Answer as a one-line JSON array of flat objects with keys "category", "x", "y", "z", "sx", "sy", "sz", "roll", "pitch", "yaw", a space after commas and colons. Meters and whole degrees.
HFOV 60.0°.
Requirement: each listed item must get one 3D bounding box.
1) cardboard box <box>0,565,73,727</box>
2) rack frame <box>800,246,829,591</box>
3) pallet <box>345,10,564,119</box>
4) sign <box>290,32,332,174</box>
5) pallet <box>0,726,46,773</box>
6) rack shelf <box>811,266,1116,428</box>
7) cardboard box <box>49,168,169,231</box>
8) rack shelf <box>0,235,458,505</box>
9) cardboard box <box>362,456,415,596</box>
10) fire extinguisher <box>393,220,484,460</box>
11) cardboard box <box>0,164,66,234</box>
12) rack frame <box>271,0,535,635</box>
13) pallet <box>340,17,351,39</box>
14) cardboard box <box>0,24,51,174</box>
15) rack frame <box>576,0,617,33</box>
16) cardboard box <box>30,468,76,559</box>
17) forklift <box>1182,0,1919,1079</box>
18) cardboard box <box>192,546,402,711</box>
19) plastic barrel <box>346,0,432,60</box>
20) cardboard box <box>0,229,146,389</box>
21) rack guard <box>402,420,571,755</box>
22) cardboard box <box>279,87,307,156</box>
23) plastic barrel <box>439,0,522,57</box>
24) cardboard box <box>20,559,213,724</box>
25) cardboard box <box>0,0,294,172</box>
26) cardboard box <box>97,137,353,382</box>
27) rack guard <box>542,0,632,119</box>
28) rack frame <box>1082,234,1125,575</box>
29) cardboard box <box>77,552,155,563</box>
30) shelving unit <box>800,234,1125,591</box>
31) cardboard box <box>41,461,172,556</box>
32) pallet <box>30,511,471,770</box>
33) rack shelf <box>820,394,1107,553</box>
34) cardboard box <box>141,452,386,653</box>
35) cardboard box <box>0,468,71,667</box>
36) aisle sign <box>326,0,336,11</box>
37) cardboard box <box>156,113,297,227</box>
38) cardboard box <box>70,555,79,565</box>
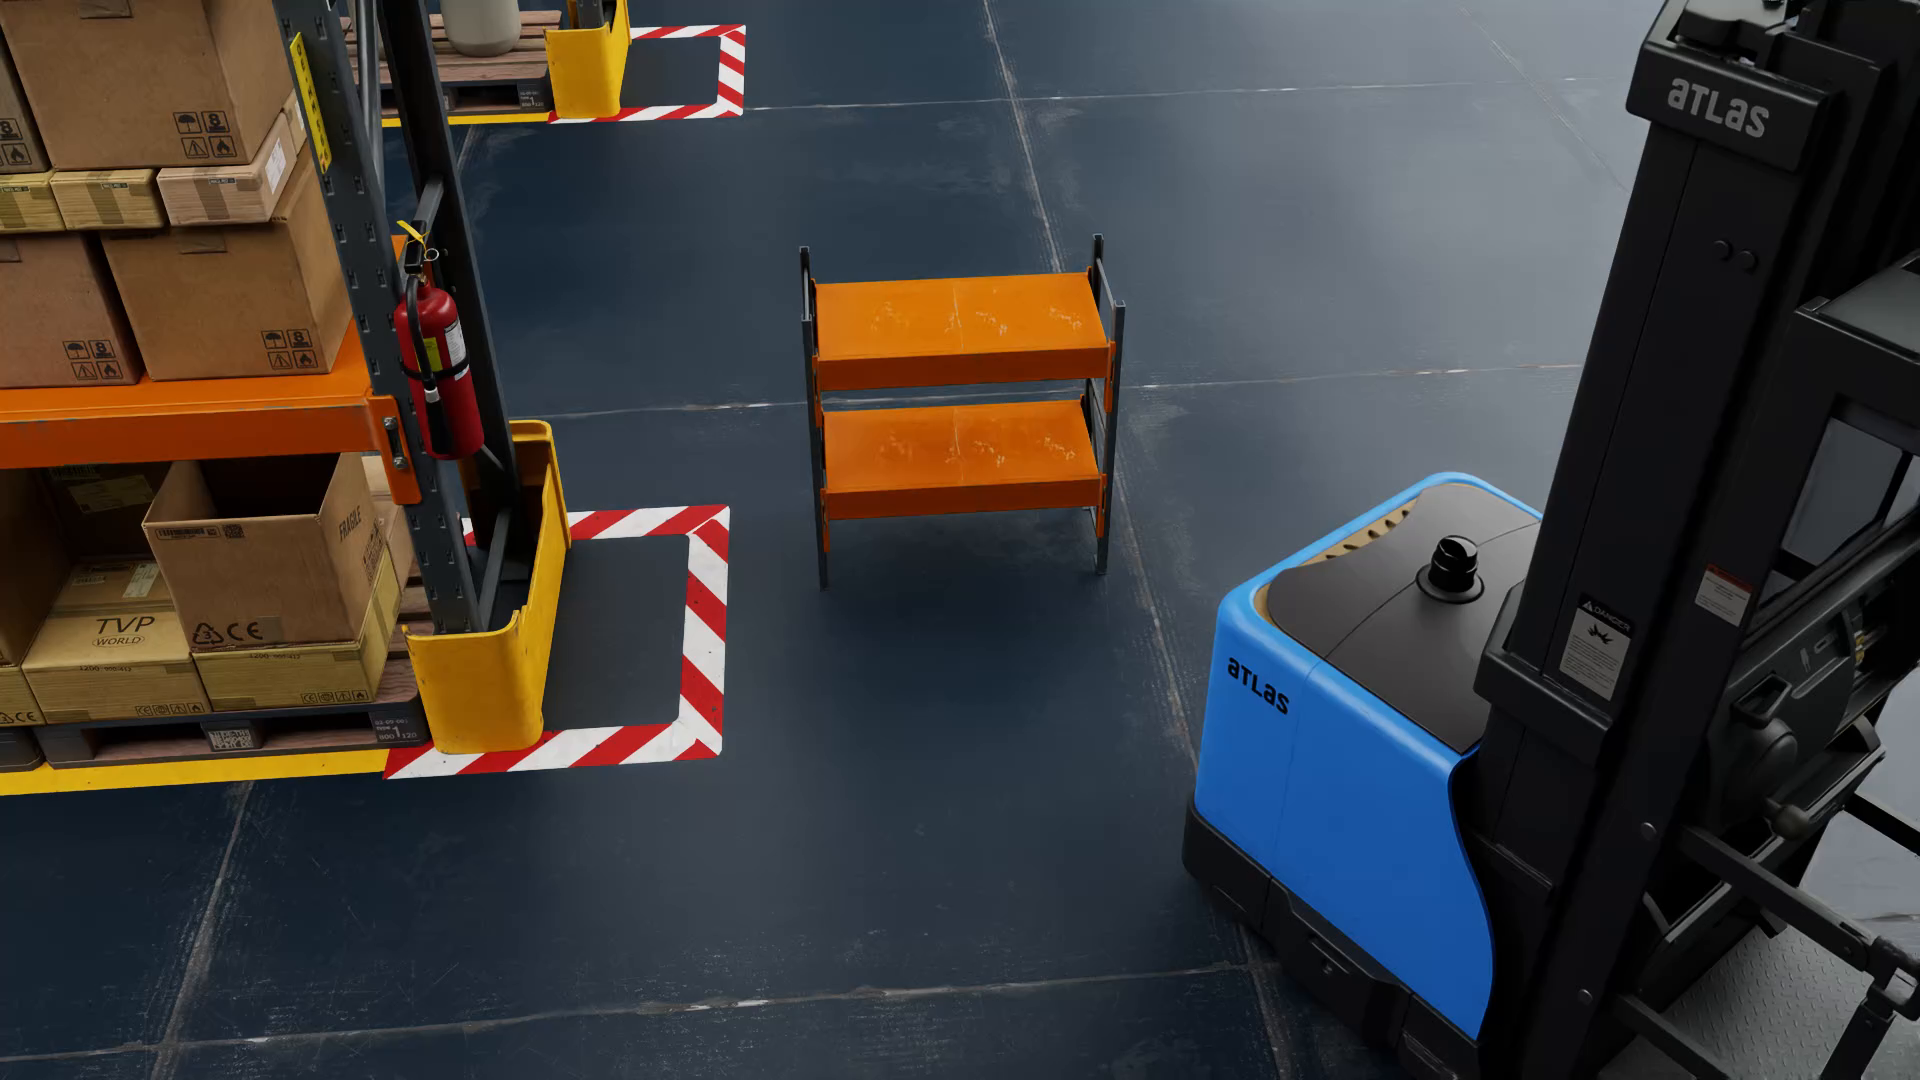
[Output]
[{"category": "cardboard box", "x": -3.114, "y": 0.340, "z": 5.278, "sx": 0.500, "sy": 0.250, "sz": 0.500, "roll": -3, "pitch": 38, "yaw": -4}, {"category": "rack frame", "x": -0.513, "y": -0.413, "z": 5.866, "sx": 0.032, "sy": 1.125, "sz": 0.500, "roll": -3, "pitch": 38, "yaw": -4}, {"category": "pallet", "x": -2.928, "y": -2.736, "z": 9.548, "sx": 1.213, "sy": 0.211, "sz": 1.003, "roll": -3, "pitch": 38, "yaw": -4}, {"category": "sign", "x": -1.577, "y": -1.061, "z": 4.047, "sx": 0.005, "sy": 0.325, "sz": 0.100, "roll": -3, "pitch": 38, "yaw": -4}, {"category": "pallet", "x": -3.582, "y": 0.378, "z": 5.600, "sx": 1.213, "sy": 0.211, "sz": 1.003, "roll": -3, "pitch": 38, "yaw": -4}, {"category": "rack shelf", "x": -0.007, "y": -0.671, "z": 5.720, "sx": 1.000, "sy": 0.278, "sz": 0.538, "roll": -3, "pitch": 38, "yaw": -4}, {"category": "cardboard box", "x": -2.236, "y": -0.989, "z": 4.478, "sx": 0.250, "sy": 0.149, "sz": 0.380, "roll": -2, "pitch": 38, "yaw": -3}, {"category": "rack shelf", "x": -3.604, "y": -0.457, "z": 4.988, "sx": 4.000, "sy": 0.370, "sz": 1.077, "roll": -3, "pitch": 38, "yaw": -4}, {"category": "cardboard box", "x": -2.165, "y": -0.042, "z": 5.763, "sx": 0.500, "sy": 0.250, "sz": 0.500, "roll": -3, "pitch": 38, "yaw": -4}, {"category": "fire extinguisher", "x": -1.453, "y": -0.539, "z": 4.574, "sx": 0.183, "sy": 0.674, "sz": 0.296, "roll": -3, "pitch": 38, "yaw": -4}, {"category": "cardboard box", "x": -2.491, "y": -0.975, "z": 4.460, "sx": 0.250, "sy": 0.149, "sz": 0.380, "roll": -4, "pitch": 38, "yaw": -5}, {"category": "rack frame", "x": -1.612, "y": -0.849, "z": 4.905, "sx": 0.127, "sy": 3.000, "sz": 1.000, "roll": -3, "pitch": 38, "yaw": -4}, {"category": "pallet", "x": -4.140, "y": -2.671, "z": 9.465, "sx": 1.213, "sy": 0.211, "sz": 1.003, "roll": -3, "pitch": 38, "yaw": -4}, {"category": "cardboard box", "x": -2.654, "y": -1.345, "z": 4.405, "sx": 0.500, "sy": 0.500, "sz": 0.700, "roll": -4, "pitch": 38, "yaw": -5}, {"category": "rack frame", "x": -2.047, "y": -3.906, "z": 8.778, "sx": 0.127, "sy": 3.000, "sz": 1.000, "roll": -3, "pitch": 38, "yaw": -4}, {"category": "cardboard box", "x": -3.160, "y": -0.273, "z": 5.450, "sx": 0.500, "sy": 0.500, "sz": 0.500, "roll": -3, "pitch": 38, "yaw": -4}, {"category": "forklift", "x": 1.972, "y": 0.368, "z": 3.417, "sx": 1.130, "sy": 2.935, "sz": 3.031, "roll": -26, "pitch": 45, "yaw": -29}, {"category": "cardboard box", "x": -2.120, "y": 0.277, "z": 5.358, "sx": 0.500, "sy": 0.250, "sz": 0.500, "roll": -3, "pitch": 38, "yaw": -4}, {"category": "plastic barrel", "x": -3.195, "y": -2.983, "z": 9.278, "sx": 0.421, "sy": 0.512, "sz": 0.421, "roll": 0, "pitch": 38, "yaw": 0}, {"category": "cardboard box", "x": -2.600, "y": -0.839, "z": 4.811, "sx": 0.500, "sy": 0.500, "sz": 0.700, "roll": -2, "pitch": 38, "yaw": -3}, {"category": "rack guard", "x": -1.588, "y": 0.131, "z": 5.681, "sx": 0.348, "sy": 0.500, "sz": 1.175, "roll": -3, "pitch": 38, "yaw": -4}, {"category": "cardboard box", "x": -2.022, "y": -1.254, "z": 4.814, "sx": 0.250, "sy": 0.149, "sz": 0.380, "roll": -3, "pitch": 38, "yaw": -4}, {"category": "plastic barrel", "x": -2.695, "y": -3.011, "z": 9.313, "sx": 0.421, "sy": 0.512, "sz": 0.421, "roll": 0, "pitch": 38, "yaw": 0}, {"category": "cardboard box", "x": -2.617, "y": 0.312, "z": 5.314, "sx": 0.500, "sy": 0.250, "sz": 0.500, "roll": -3, "pitch": 38, "yaw": -4}, {"category": "cardboard box", "x": -2.130, "y": -1.377, "z": 4.446, "sx": 0.500, "sy": 0.500, "sz": 0.700, "roll": -3, "pitch": 38, "yaw": -4}, {"category": "cardboard box", "x": -2.078, "y": -0.871, "z": 4.851, "sx": 0.500, "sy": 0.500, "sz": 0.700, "roll": -3, "pitch": 38, "yaw": -4}, {"category": "rack guard", "x": -2.118, "y": -2.891, "z": 9.511, "sx": 0.348, "sy": 0.500, "sz": 1.175, "roll": -3, "pitch": 38, "yaw": -4}, {"category": "rack frame", "x": 0.500, "y": -0.469, "z": 5.936, "sx": 0.032, "sy": 1.125, "sz": 0.500, "roll": -3, "pitch": 38, "yaw": -4}, {"category": "cardboard box", "x": -2.663, "y": -0.013, "z": 5.725, "sx": 0.500, "sy": 0.250, "sz": 0.500, "roll": -3, "pitch": 38, "yaw": -4}, {"category": "shelving unit", "x": -0.007, "y": -0.441, "z": 5.901, "sx": 1.048, "sy": 1.125, "sz": 0.538, "roll": -3, "pitch": 38, "yaw": -4}, {"category": "cardboard box", "x": -2.663, "y": -0.308, "z": 5.494, "sx": 0.500, "sy": 0.500, "sz": 0.500, "roll": -3, "pitch": 38, "yaw": -4}, {"category": "pallet", "x": -2.370, "y": 0.313, "z": 5.682, "sx": 1.213, "sy": 0.211, "sz": 1.003, "roll": -3, "pitch": 38, "yaw": -4}, {"category": "rack shelf", "x": -0.007, "y": -0.249, "z": 6.053, "sx": 1.000, "sy": 0.278, "sz": 0.538, "roll": -3, "pitch": 38, "yaw": -4}, {"category": "cardboard box", "x": -2.119, "y": -0.016, "z": 5.124, "sx": 0.500, "sy": 0.500, "sz": 0.500, "roll": -3, "pitch": 38, "yaw": -4}, {"category": "cardboard box", "x": -3.114, "y": 0.048, "z": 5.043, "sx": 0.500, "sy": 0.500, "sz": 0.500, "roll": -3, "pitch": 38, "yaw": -4}, {"category": "aisle sign", "x": -1.520, "y": -1.692, "z": 3.874, "sx": 0.004, "sy": 0.787, "sz": 0.394, "roll": -3, "pitch": 38, "yaw": -4}, {"category": "cardboard box", "x": -1.975, "y": -1.005, "z": 4.497, "sx": 0.250, "sy": 0.149, "sz": 0.380, "roll": -4, "pitch": 38, "yaw": -5}, {"category": "cardboard box", "x": -3.161, "y": 0.014, "z": 5.691, "sx": 0.500, "sy": 0.250, "sz": 0.500, "roll": -3, "pitch": 38, "yaw": -4}]
